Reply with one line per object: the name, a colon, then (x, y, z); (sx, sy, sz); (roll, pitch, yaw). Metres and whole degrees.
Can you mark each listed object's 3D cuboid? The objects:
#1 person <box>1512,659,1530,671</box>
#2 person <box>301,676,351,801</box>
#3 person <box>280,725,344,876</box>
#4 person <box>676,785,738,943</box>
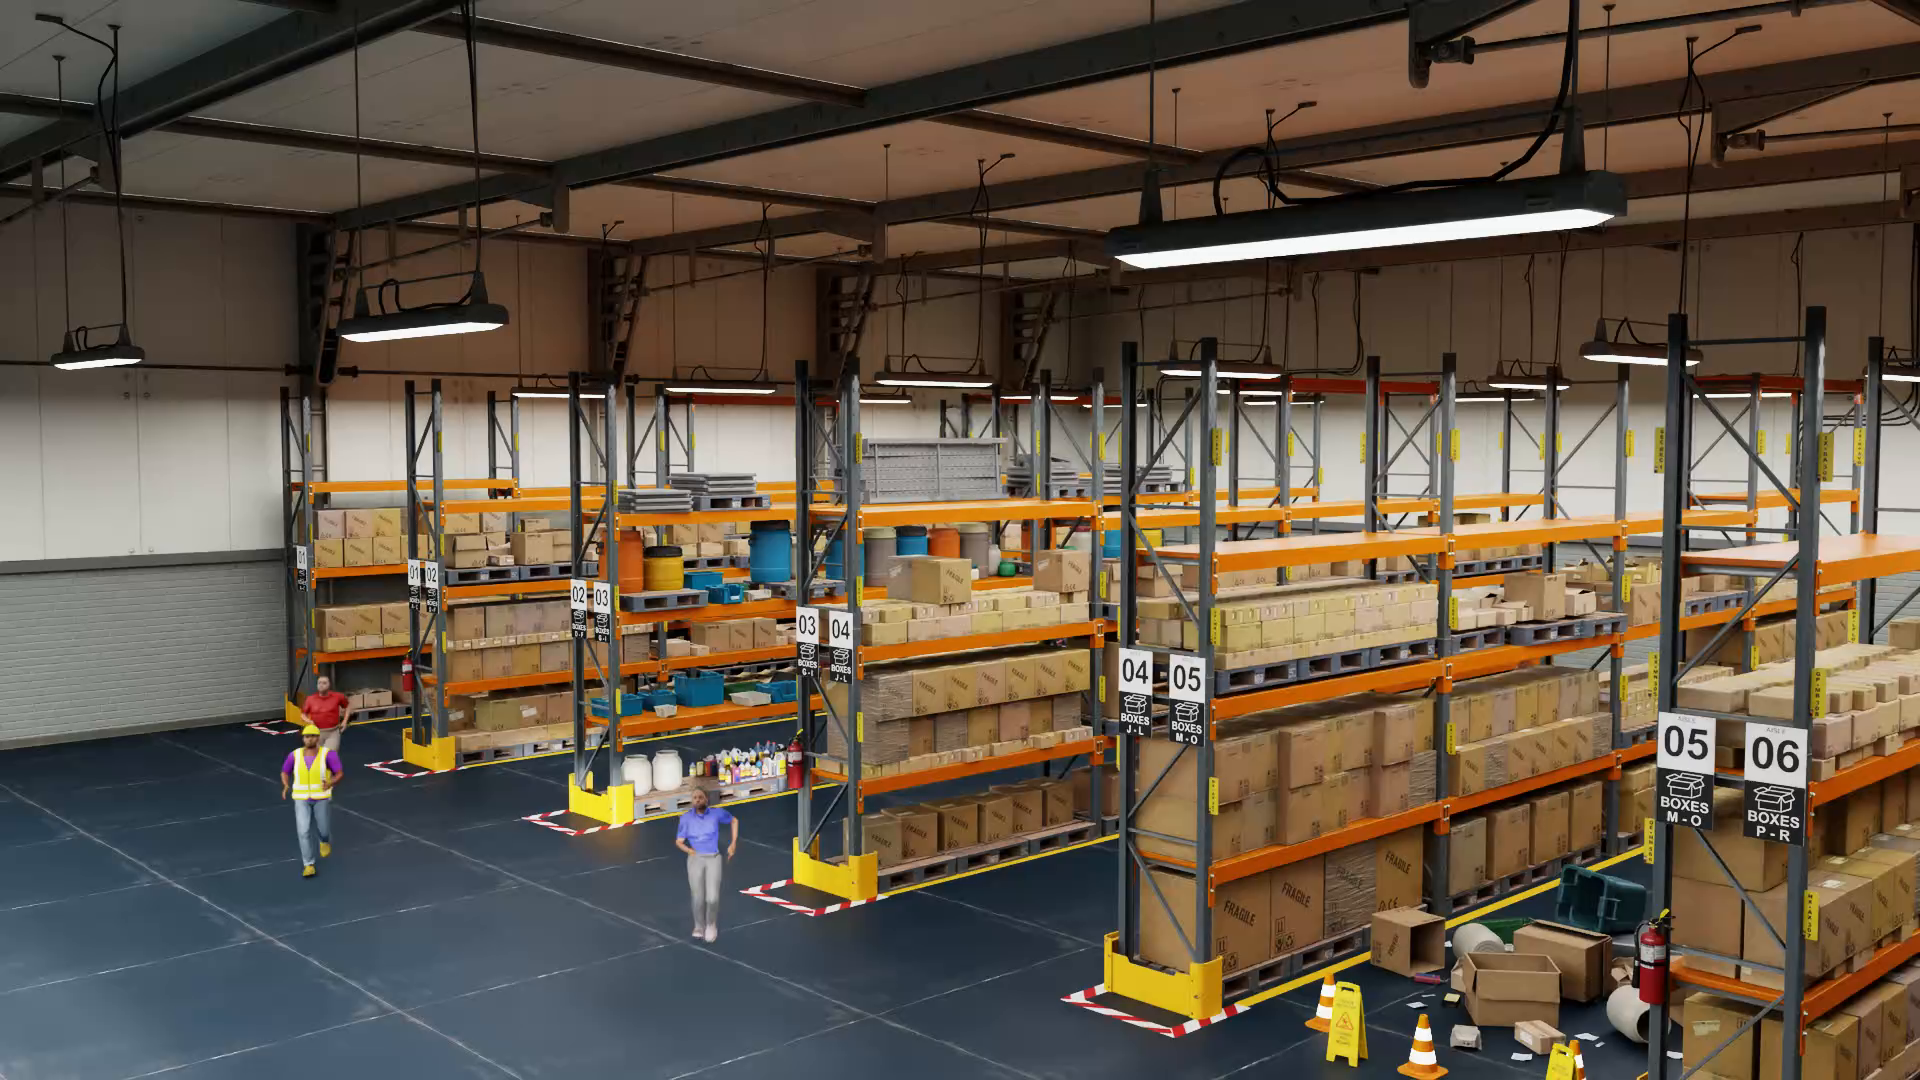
person: (9.076, 2.625, 26.382); (0.879, 1.733, 0.650); (-3, 4, -35)
person: (-9.060, 2.800, 23.778); (0.672, 1.737, 0.925); (-1, 4, -14)
person: (-7.664, 3.045, 19.646); (0.702, 1.732, 0.795); (-1, 4, -15)
person: (-2.553, 3.266, 16.746); (0.587, 1.608, 0.816); (0, 4, -1)
